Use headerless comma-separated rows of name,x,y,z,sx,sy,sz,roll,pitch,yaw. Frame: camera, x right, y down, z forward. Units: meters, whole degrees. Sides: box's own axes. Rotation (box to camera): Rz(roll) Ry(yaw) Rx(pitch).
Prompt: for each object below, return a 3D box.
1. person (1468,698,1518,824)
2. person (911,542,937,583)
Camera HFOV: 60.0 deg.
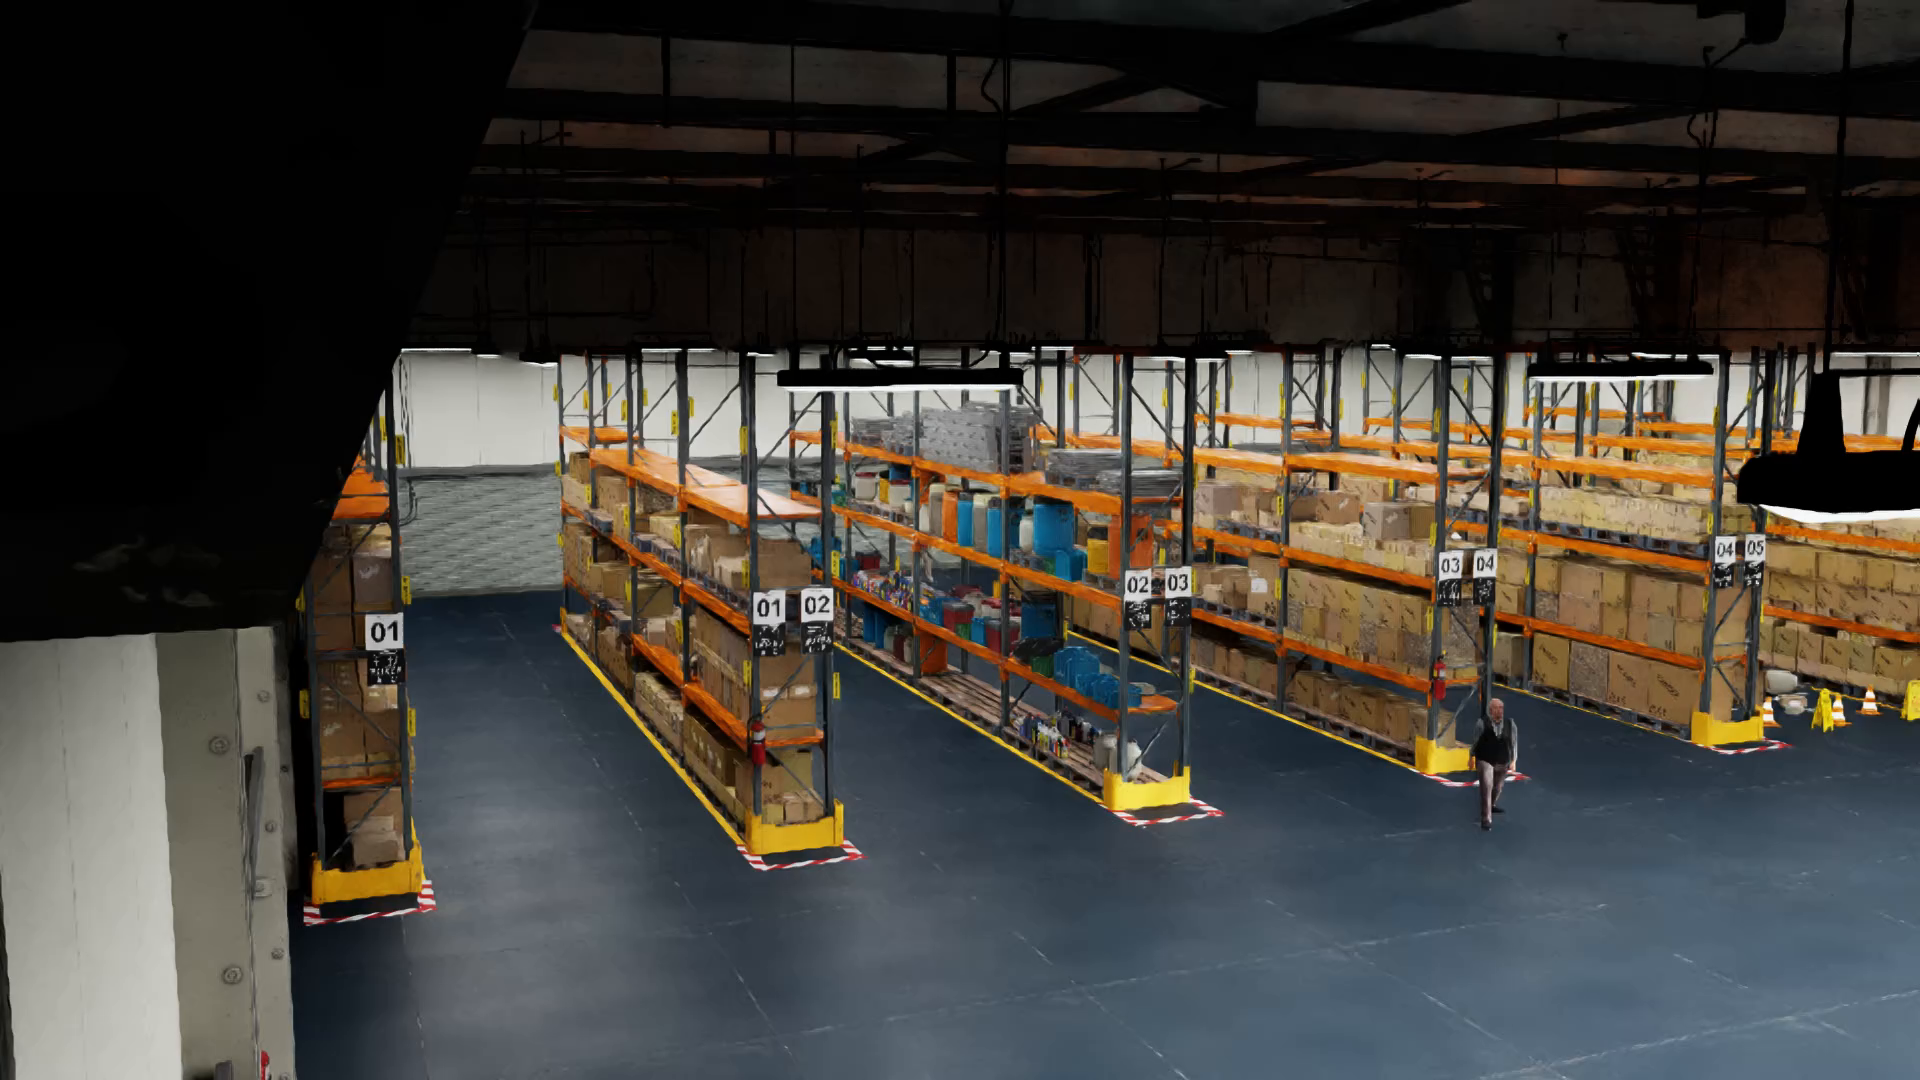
person,6.820,2.778,21.345,0.574,1.611,0.811,0,7,0
person,-0.973,0.331,41.451,0.532,1.457,1.126,-2,8,-18
